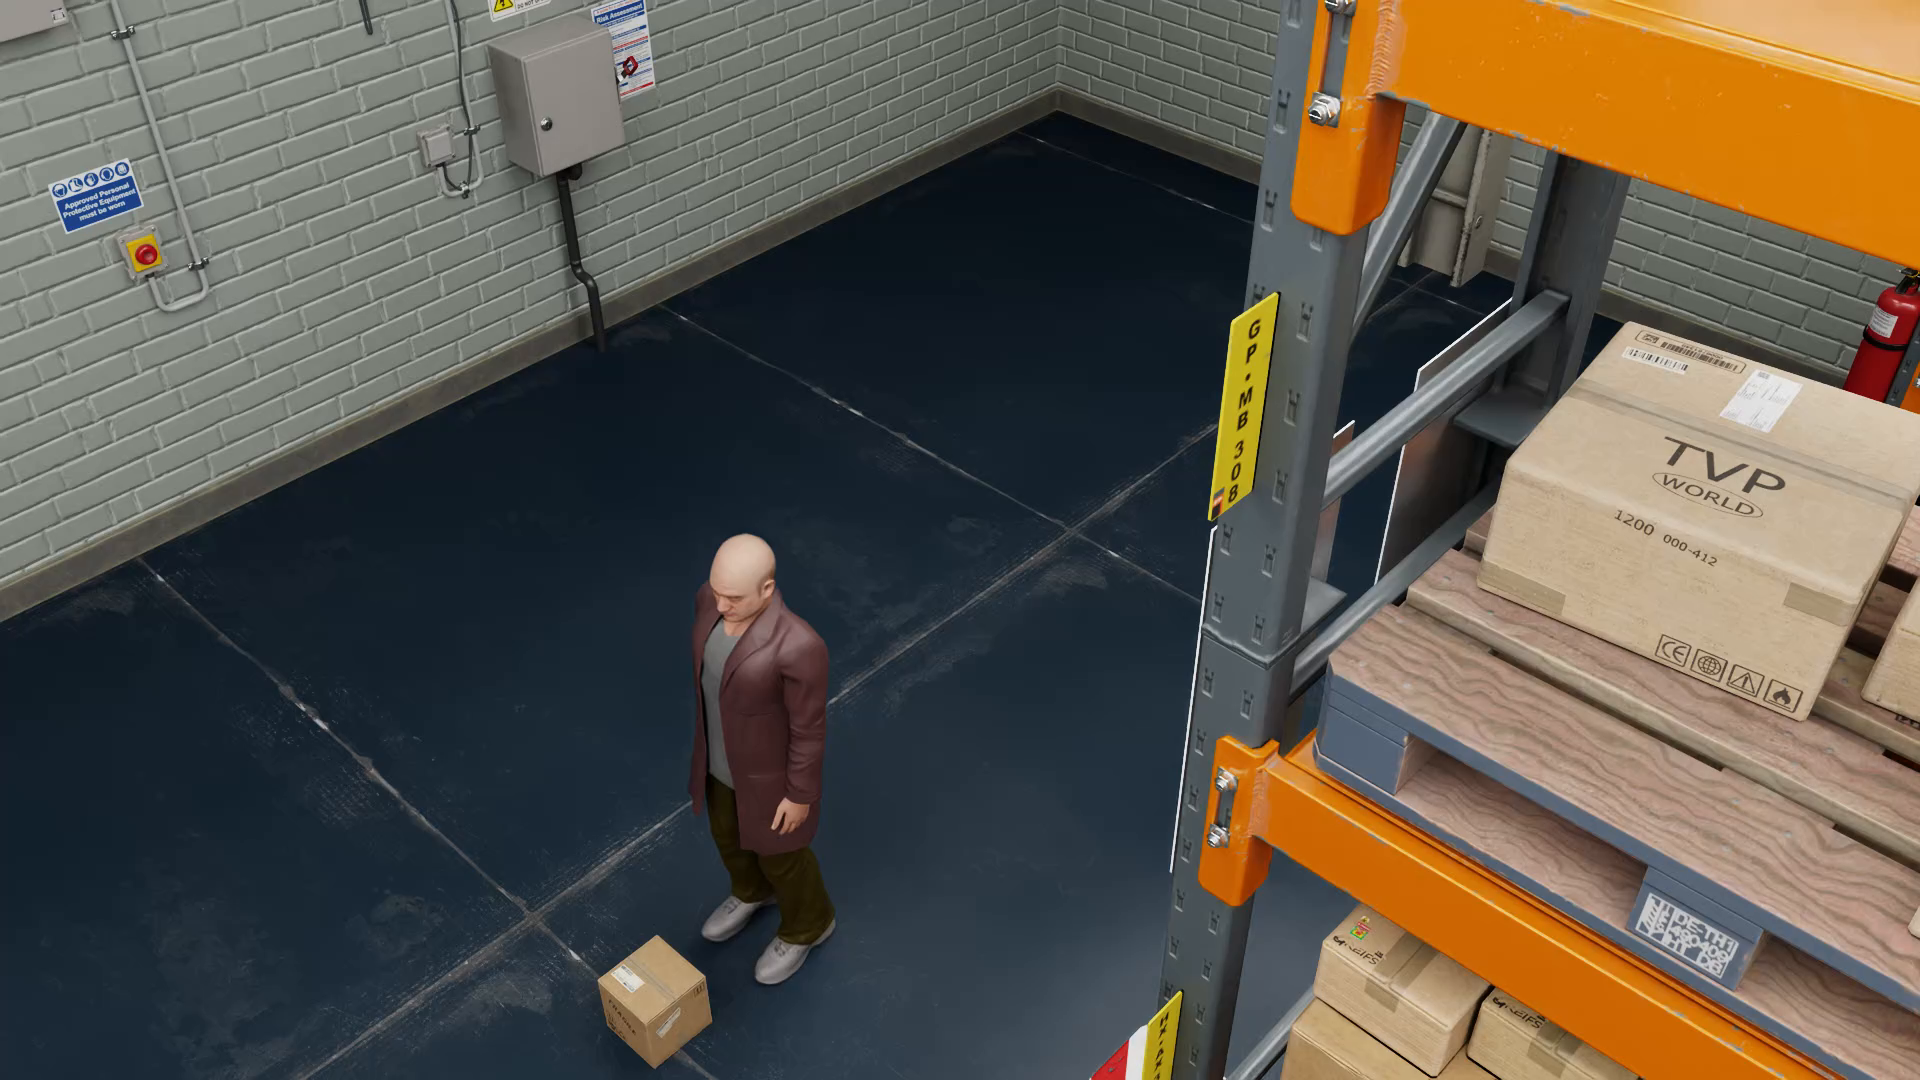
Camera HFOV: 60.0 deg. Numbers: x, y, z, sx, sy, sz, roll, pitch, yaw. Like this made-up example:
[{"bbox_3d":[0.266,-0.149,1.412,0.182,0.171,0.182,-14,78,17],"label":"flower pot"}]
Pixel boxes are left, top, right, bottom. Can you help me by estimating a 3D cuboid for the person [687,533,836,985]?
[{"bbox_3d":[-0.649,0.706,5.293,0.563,1.774,0.384,31,48,33],"label":"person"}]
